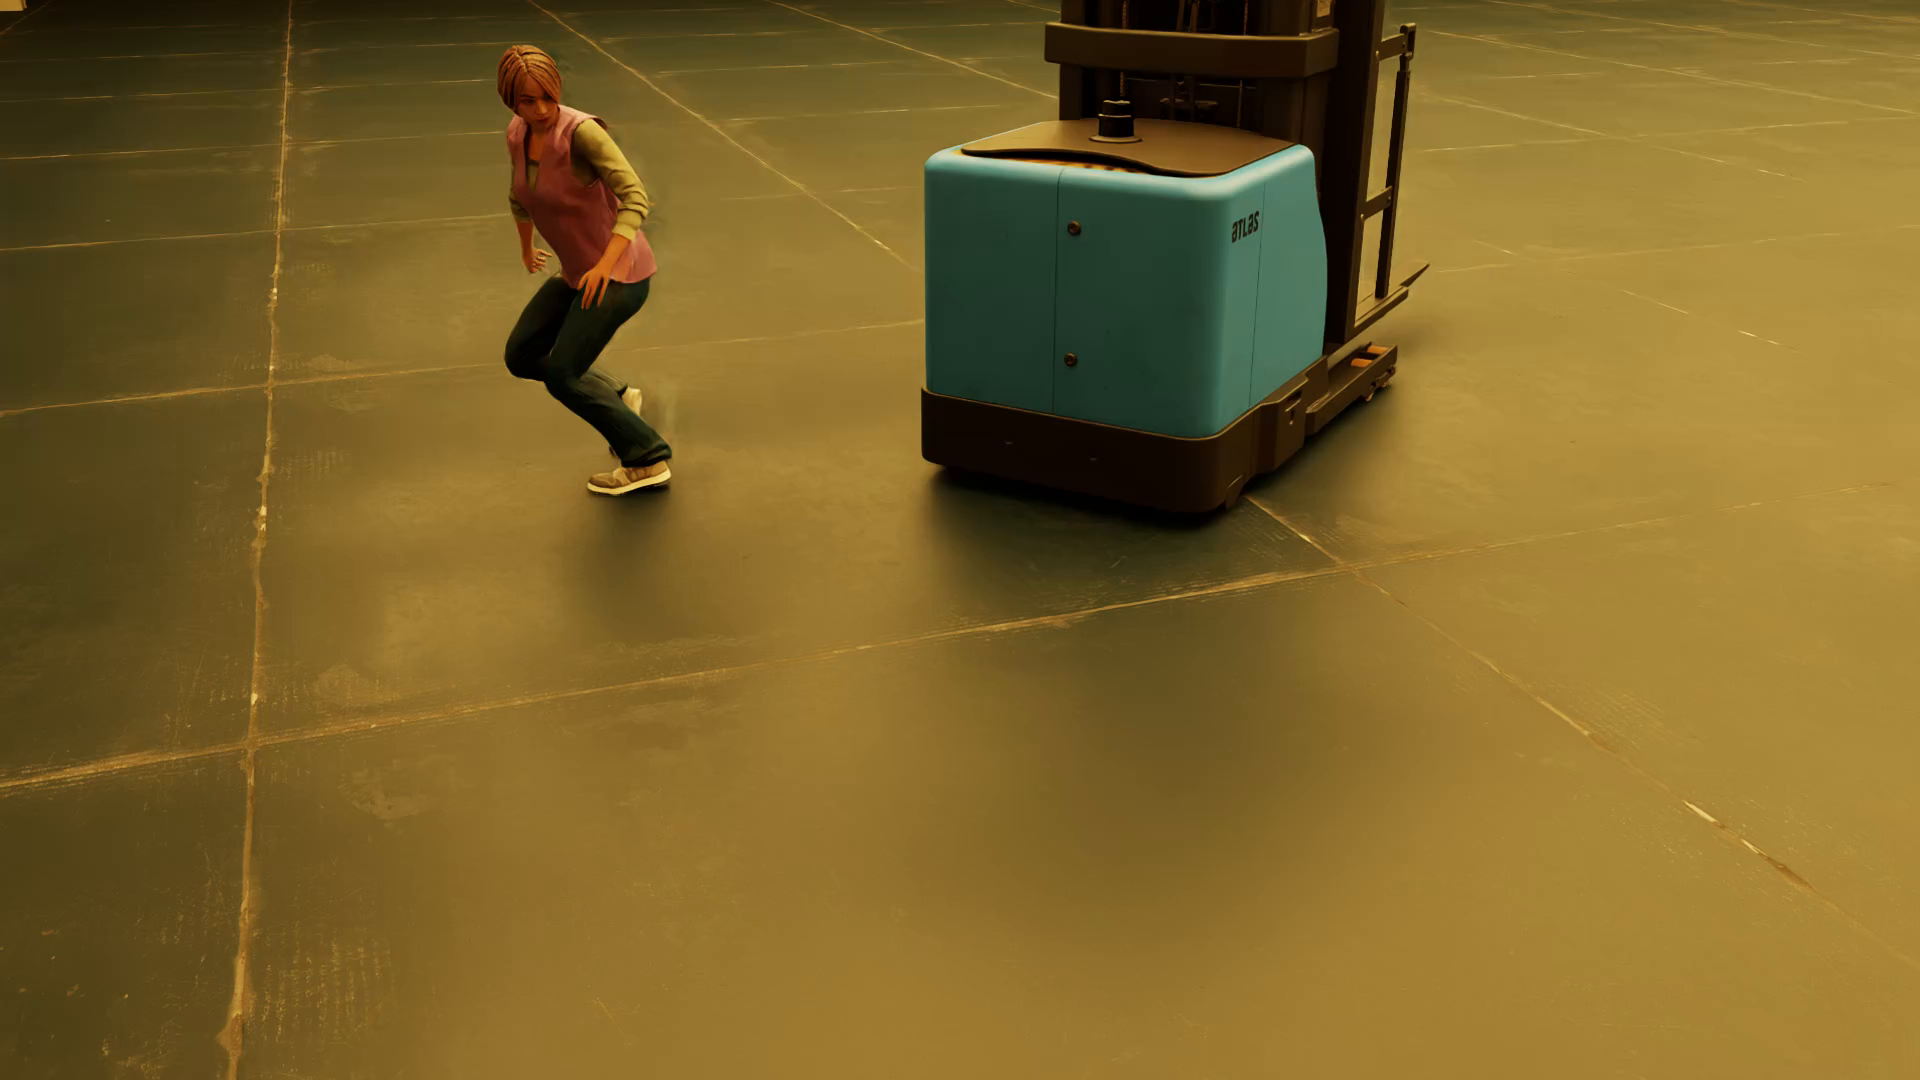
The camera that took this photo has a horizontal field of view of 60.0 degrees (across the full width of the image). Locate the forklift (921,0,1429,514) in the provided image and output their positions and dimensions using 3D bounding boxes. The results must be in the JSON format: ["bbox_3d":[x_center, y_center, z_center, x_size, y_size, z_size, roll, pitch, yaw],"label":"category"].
[{"bbox_3d":[1.053,-1.958,5.955,1.130,2.935,3.031,13,26,28],"label":"forklift"}]

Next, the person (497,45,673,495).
[{"bbox_3d":[-1.218,-0.862,5.339,0.477,1.422,0.822,-18,29,-37],"label":"person"}]
